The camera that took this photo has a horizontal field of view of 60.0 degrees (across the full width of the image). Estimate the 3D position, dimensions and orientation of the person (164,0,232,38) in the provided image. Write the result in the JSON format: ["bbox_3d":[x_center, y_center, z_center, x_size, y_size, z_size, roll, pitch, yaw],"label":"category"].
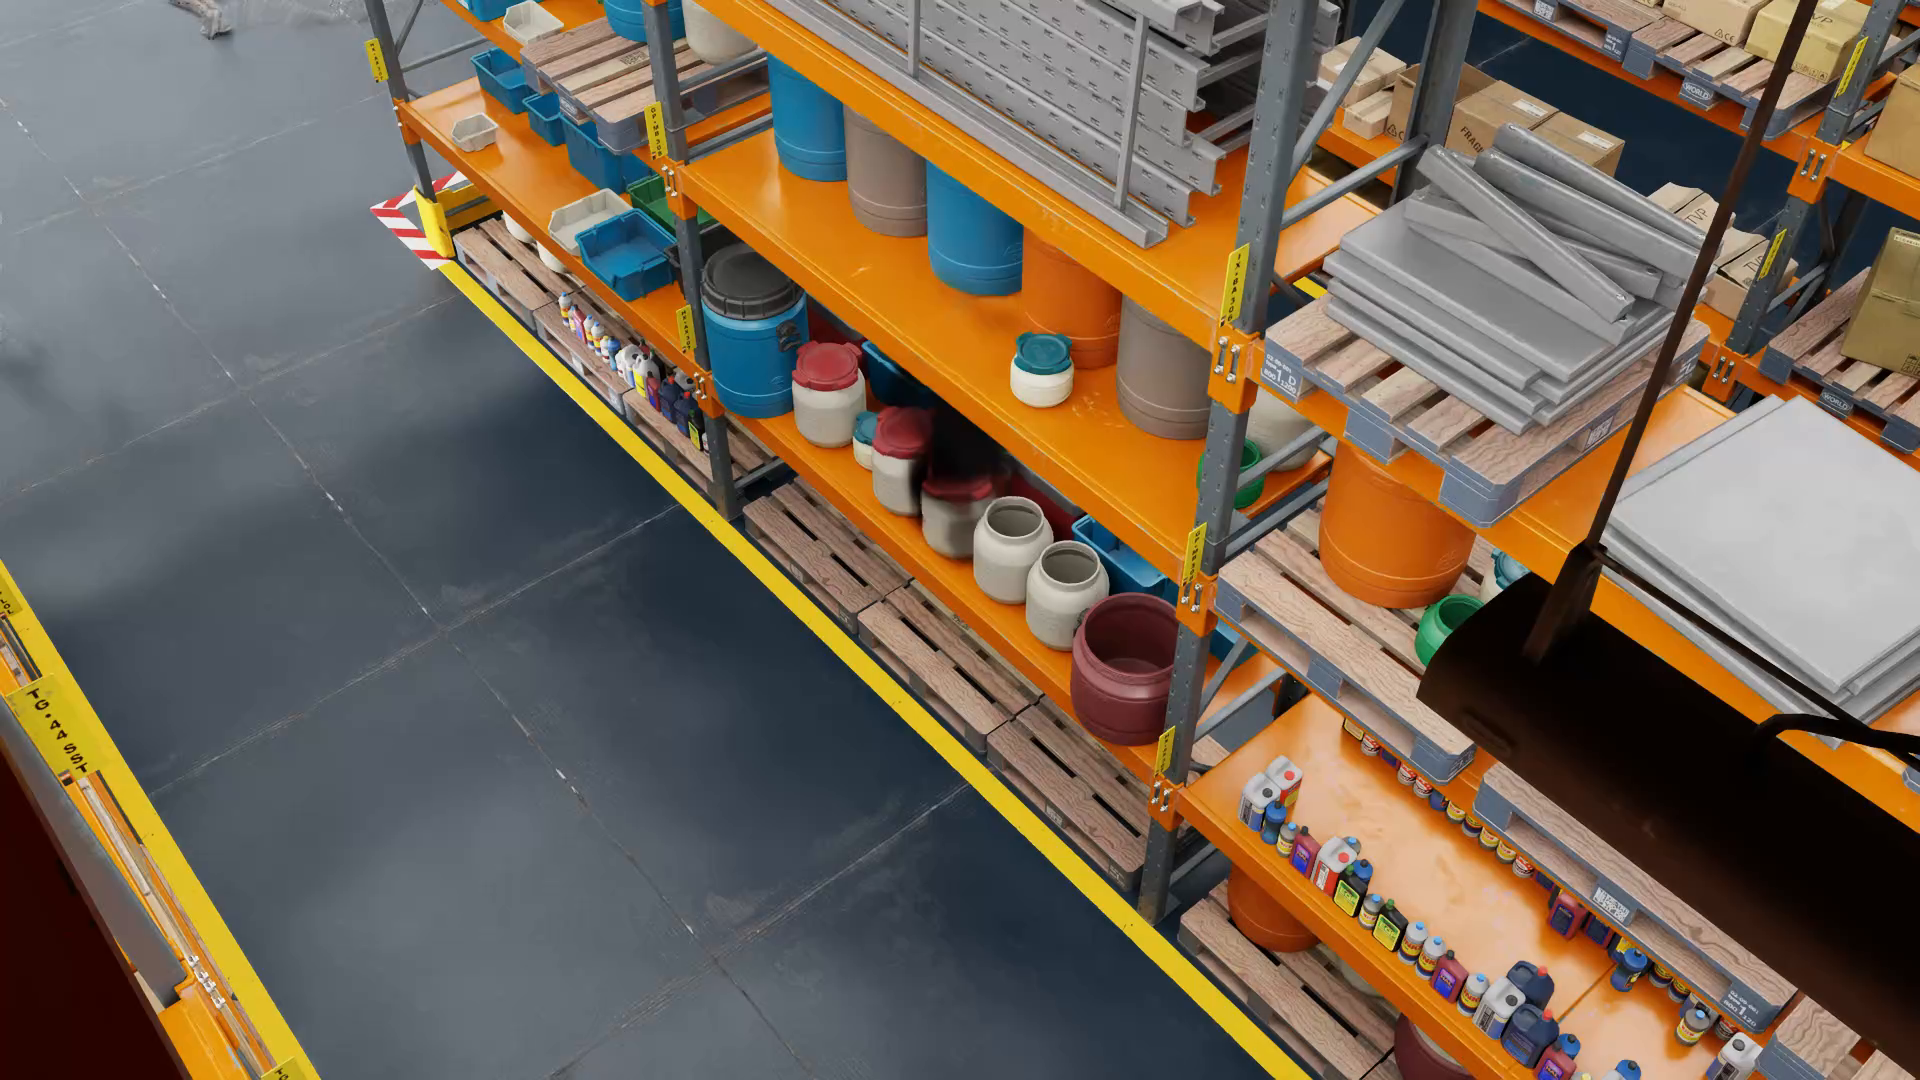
[{"bbox_3d":[-7.040,-5.236,14.803,0.575,1.657,0.644,-8,47,-7],"label":"person"}]
